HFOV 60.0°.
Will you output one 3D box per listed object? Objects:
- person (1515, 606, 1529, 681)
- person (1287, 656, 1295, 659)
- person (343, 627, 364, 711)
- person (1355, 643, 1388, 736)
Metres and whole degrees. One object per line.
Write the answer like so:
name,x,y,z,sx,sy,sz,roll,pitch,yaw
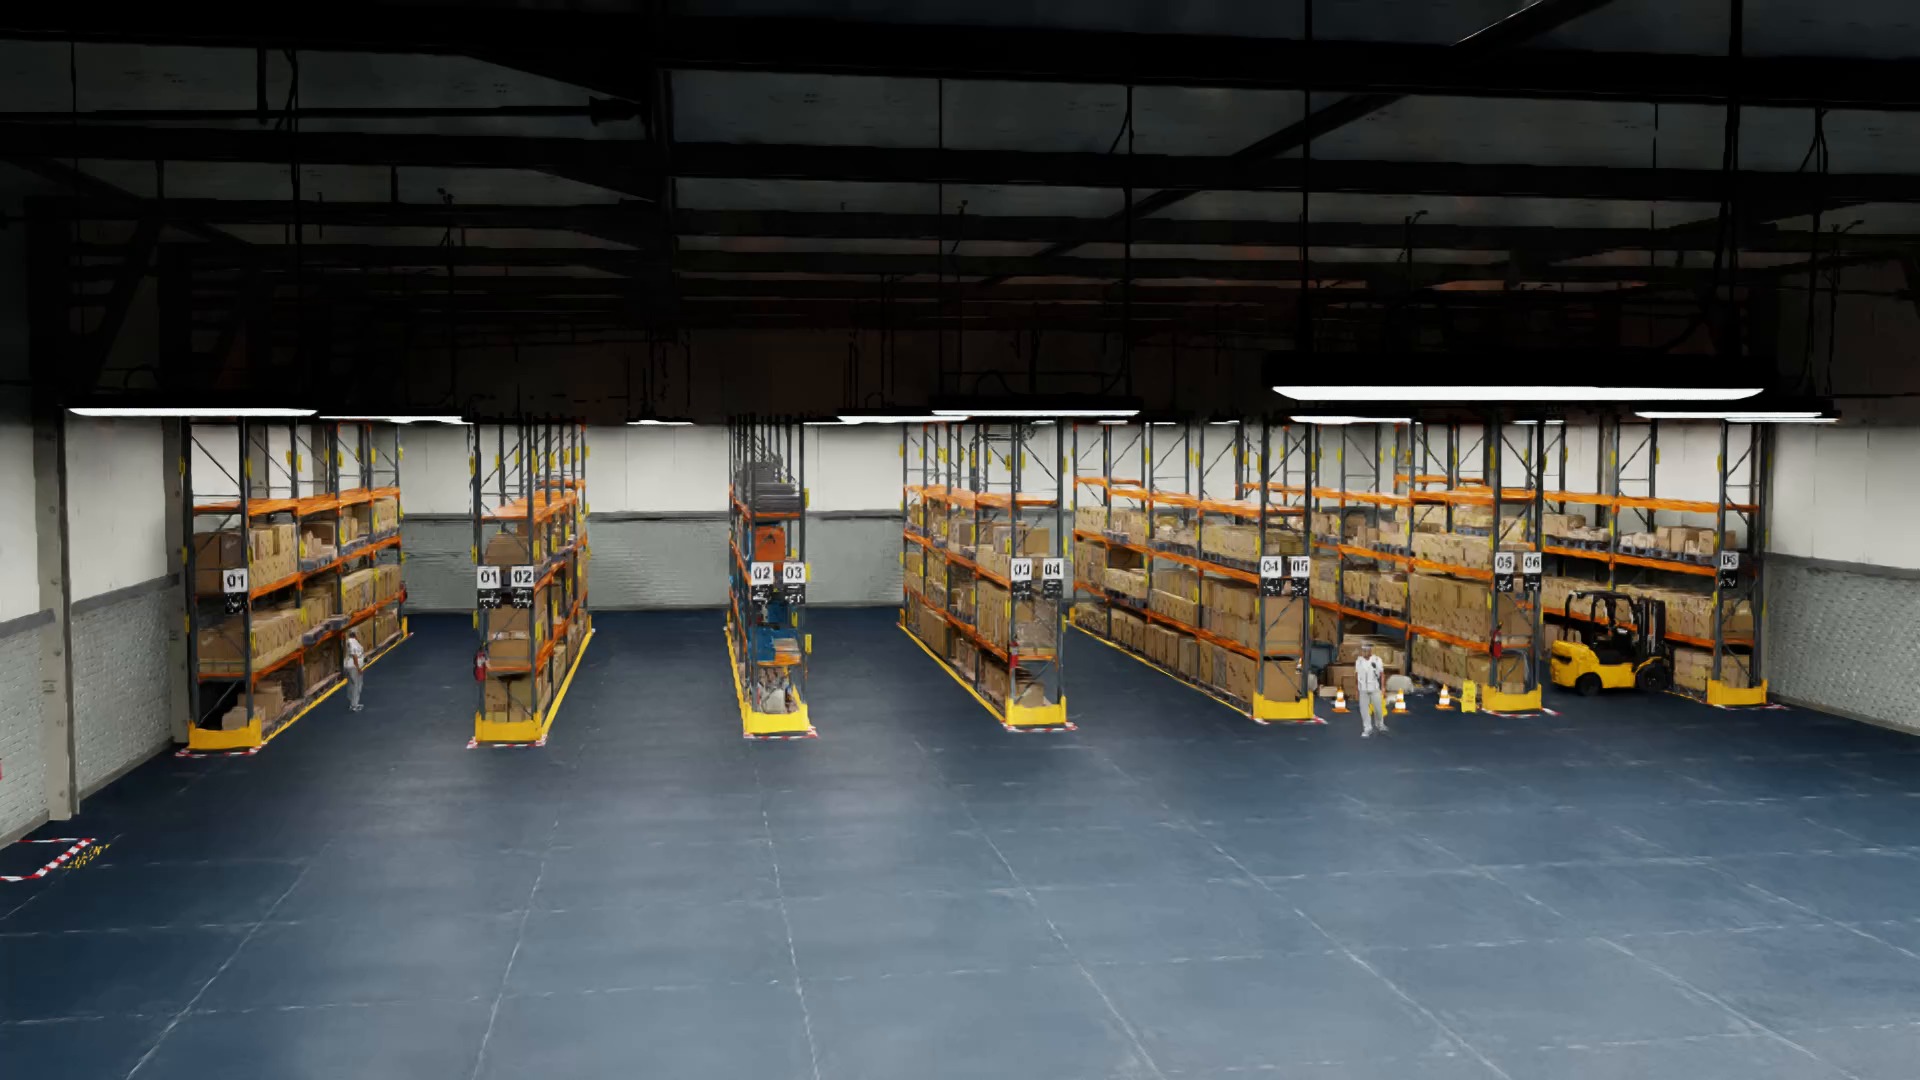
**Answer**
person,12.588,2.329,37.454,0.463,1.677,0.524,1,4,21
person,7.647,2.225,39.102,0.551,1.654,0.574,1,4,21
person,-12.293,2.626,33.745,0.404,1.732,0.559,-3,5,-37
person,7.637,2.754,30.874,0.602,1.747,0.568,2,4,28
